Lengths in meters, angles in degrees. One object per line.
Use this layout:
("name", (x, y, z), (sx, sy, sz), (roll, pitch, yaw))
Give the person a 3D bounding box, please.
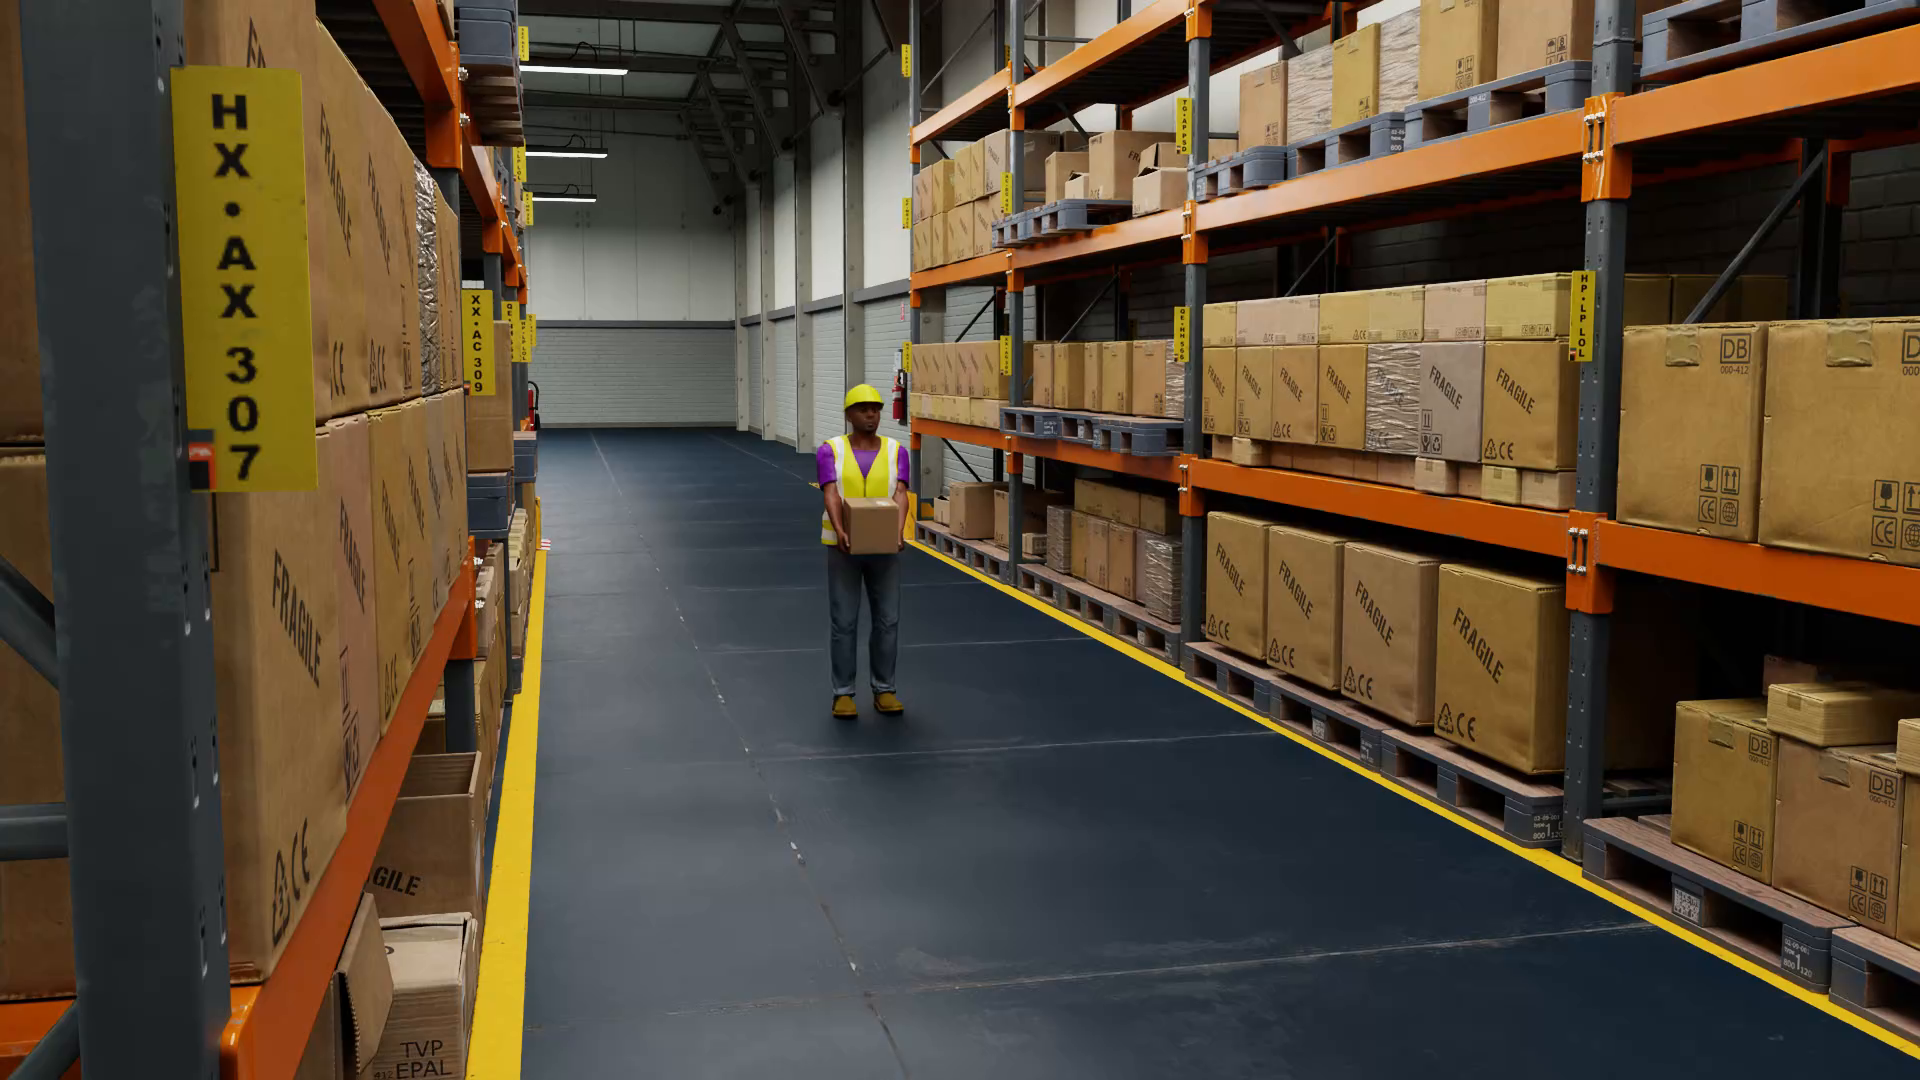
("person", (-0.492, 0.056, 8.847), (0.503, 1.760, 0.577), (-1, 6, -13))
